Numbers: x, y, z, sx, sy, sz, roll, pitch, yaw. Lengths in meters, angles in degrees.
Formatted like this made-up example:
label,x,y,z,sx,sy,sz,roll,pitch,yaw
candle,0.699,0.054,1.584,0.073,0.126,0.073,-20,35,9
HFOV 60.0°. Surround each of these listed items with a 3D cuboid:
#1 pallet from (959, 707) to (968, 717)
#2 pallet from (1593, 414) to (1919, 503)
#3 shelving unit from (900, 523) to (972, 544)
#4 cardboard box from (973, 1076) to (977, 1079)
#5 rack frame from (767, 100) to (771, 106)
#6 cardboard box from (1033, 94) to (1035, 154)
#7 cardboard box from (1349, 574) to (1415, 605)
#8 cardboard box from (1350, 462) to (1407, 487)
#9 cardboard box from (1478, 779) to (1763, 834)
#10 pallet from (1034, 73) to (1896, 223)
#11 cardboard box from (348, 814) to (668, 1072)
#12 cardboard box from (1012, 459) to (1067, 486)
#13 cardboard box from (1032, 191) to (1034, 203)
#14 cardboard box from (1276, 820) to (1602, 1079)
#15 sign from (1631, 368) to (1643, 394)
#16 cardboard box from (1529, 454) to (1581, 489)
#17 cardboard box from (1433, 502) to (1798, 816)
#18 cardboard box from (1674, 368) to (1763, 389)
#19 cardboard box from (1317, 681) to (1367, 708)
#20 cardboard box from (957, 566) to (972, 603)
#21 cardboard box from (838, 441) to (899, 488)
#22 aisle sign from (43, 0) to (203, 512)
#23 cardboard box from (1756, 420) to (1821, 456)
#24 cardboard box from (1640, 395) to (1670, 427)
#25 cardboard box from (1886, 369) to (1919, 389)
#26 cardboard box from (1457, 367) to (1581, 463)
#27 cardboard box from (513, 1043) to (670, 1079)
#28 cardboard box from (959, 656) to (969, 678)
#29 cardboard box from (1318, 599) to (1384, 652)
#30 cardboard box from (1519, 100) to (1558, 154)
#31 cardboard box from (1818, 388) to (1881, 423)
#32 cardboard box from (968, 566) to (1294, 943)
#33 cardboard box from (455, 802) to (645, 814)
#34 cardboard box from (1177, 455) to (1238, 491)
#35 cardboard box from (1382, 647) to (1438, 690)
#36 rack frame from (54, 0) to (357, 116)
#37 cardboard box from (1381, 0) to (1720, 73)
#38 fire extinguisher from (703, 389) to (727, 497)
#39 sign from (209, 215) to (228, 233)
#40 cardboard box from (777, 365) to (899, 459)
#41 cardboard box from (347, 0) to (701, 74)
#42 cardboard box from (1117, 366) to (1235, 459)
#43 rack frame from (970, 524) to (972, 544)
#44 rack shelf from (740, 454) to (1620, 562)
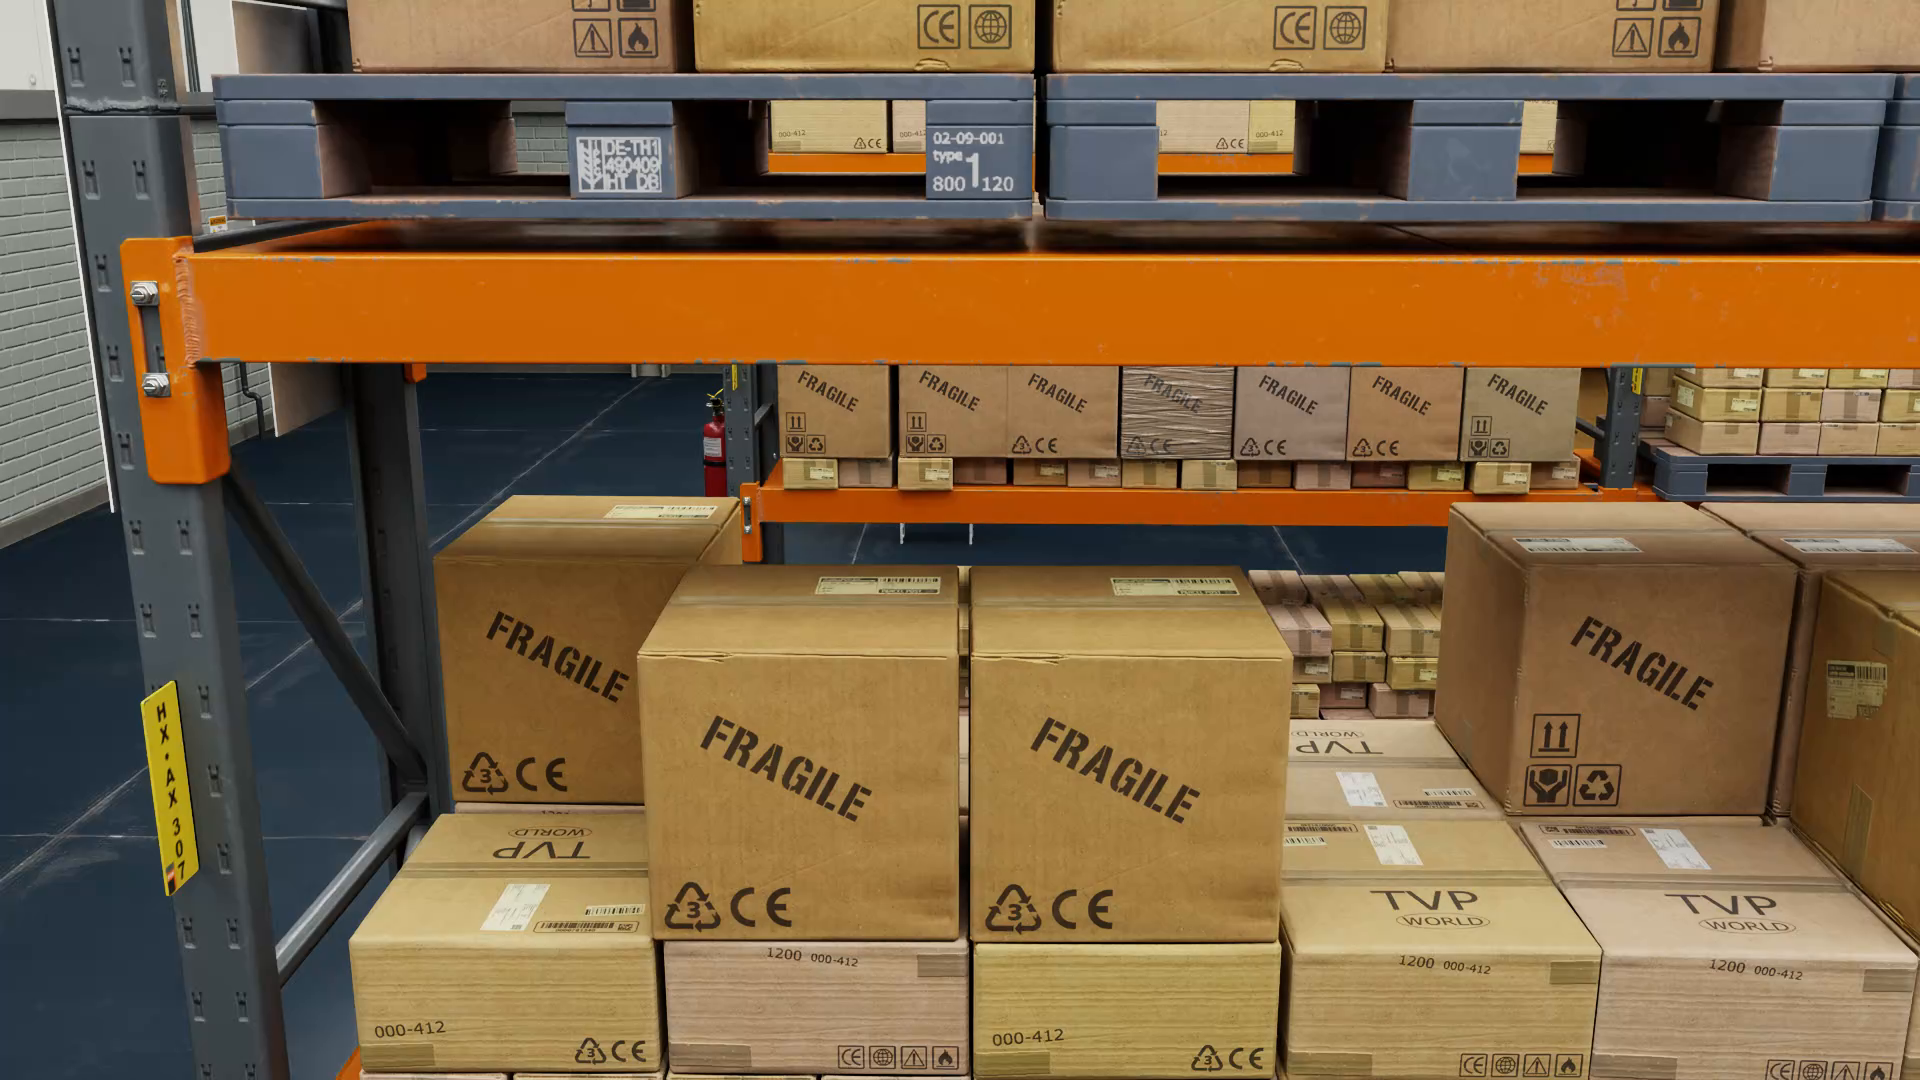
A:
label,x,y,z,sx,sy,sz,roll,pitch,yaw
pallet,-0.110,0.806,8.370,1.213,0.211,1.003,0,15,1
pallet,3.762,-0.396,7.837,1.213,0.211,1.003,0,15,1
shelving unit,-0.165,-0.581,11.691,0.503,1.200,0.258,0,15,1
cardboard box,0.149,0.922,2.960,0.250,0.149,0.380,0,15,0
rack frame,-0.997,-3.458,7.305,0.127,3.000,1.000,0,15,1
cardboard box,0.487,-1.862,7.432,0.500,0.250,0.500,0,15,0
cardboard box,2.135,0.296,8.438,0.250,0.149,0.380,0,15,1
cardboard box,1.929,-0.362,7.823,0.250,0.149,0.380,0,15,0
cardboard box,1.296,0.586,3.451,0.500,0.250,0.500,1,15,3
pallet,0.740,-0.691,2.872,1.213,0.211,1.003,0,15,1
cardboard box,-0.752,0.708,2.987,0.500,0.250,0.500,0,15,0
cardboard box,0.375,-0.368,7.849,0.250,0.149,0.380,0,15,1
cardboard box,0.425,-2.593,12.359,0.250,0.149,0.380,1,15,2
cardboard box,0.792,0.716,2.957,0.500,0.250,0.500,0,15,0
sign,2.996,-0.811,7.337,0.005,0.325,0.100,0,15,1
cardboard box,2.710,-0.352,7.785,0.250,0.149,0.380,0,15,1
cardboard box,1.290,0.224,3.353,0.500,0.500,0.500,0,15,0
cardboard box,3.384,-0.780,7.420,0.250,0.149,0.380,1,15,4
cardboard box,1.818,0.688,8.118,0.250,0.149,0.380,0,15,0
cardboard box,0.051,0.255,8.591,0.250,0.149,0.380,0,15,0
cardboard box,-0.426,-0.359,7.812,0.250,0.149,0.380,1,15,3
aisle sign,-1.304,-0.474,2.659,0.004,0.787,0.394,0,15,1
cardboard box,3.661,-0.492,7.495,0.250,0.149,0.380,1,15,2
cardboard box,3.404,-0.660,8.132,0.250,0.149,0.380,0,15,0
cardboard box,4.169,-0.775,7.402,0.250,0.149,0.380,0,15,1
cardboard box,2.511,-0.654,7.660,0.500,0.500,0.500,0,15,2
cardboard box,-0.622,0.917,2.978,0.250,0.149,0.380,0,15,1
cardboard box,0.040,0.539,8.100,0.250,0.149,0.380,1,15,2
cardboard box,1.877,0.408,8.012,0.250,0.149,0.380,1,15,3
cardboard box,2.504,-1.843,7.359,0.500,0.250,0.500,1,15,3
cardboard box,3.901,-0.634,7.448,0.250,0.149,0.380,1,15,3
cardboard box,0.266,0.351,2.872,0.500,0.500,0.500,0,15,0
cardboard box,-0.733,0.572,3.505,0.500,0.250,0.500,0,15,1
cardboard box,1.146,-0.343,7.754,0.250,0.149,0.380,1,15,3
cardboard box,2.140,0.584,7.929,0.250,0.149,0.380,0,15,-1
rack frame,-1.225,-2.193,2.514,0.127,3.000,1.000,0,15,1
cardboard box,0.934,-1.051,2.847,0.500,0.500,0.700,1,15,4
fire extinguisher,-1.237,-0.459,8.580,0.183,0.674,0.296,0,15,1
sign,-6.618,-2.772,14.848,0.001,0.242,0.339,0,15,1
cardboard box,-0.555,-0.676,7.742,0.500,0.500,0.500,1,15,4
cardboard box,-0.703,-1.053,2.856,0.500,0.500,0.700,-1,15,-2
cardboard box,0.980,-0.670,7.722,0.500,0.500,0.500,0,15,0
rack frame,0.078,-0.580,11.685,0.015,1.200,0.240,0,15,1
rack shelf,1.003,-0.196,8.113,4.000,0.370,1.077,0,15,1
